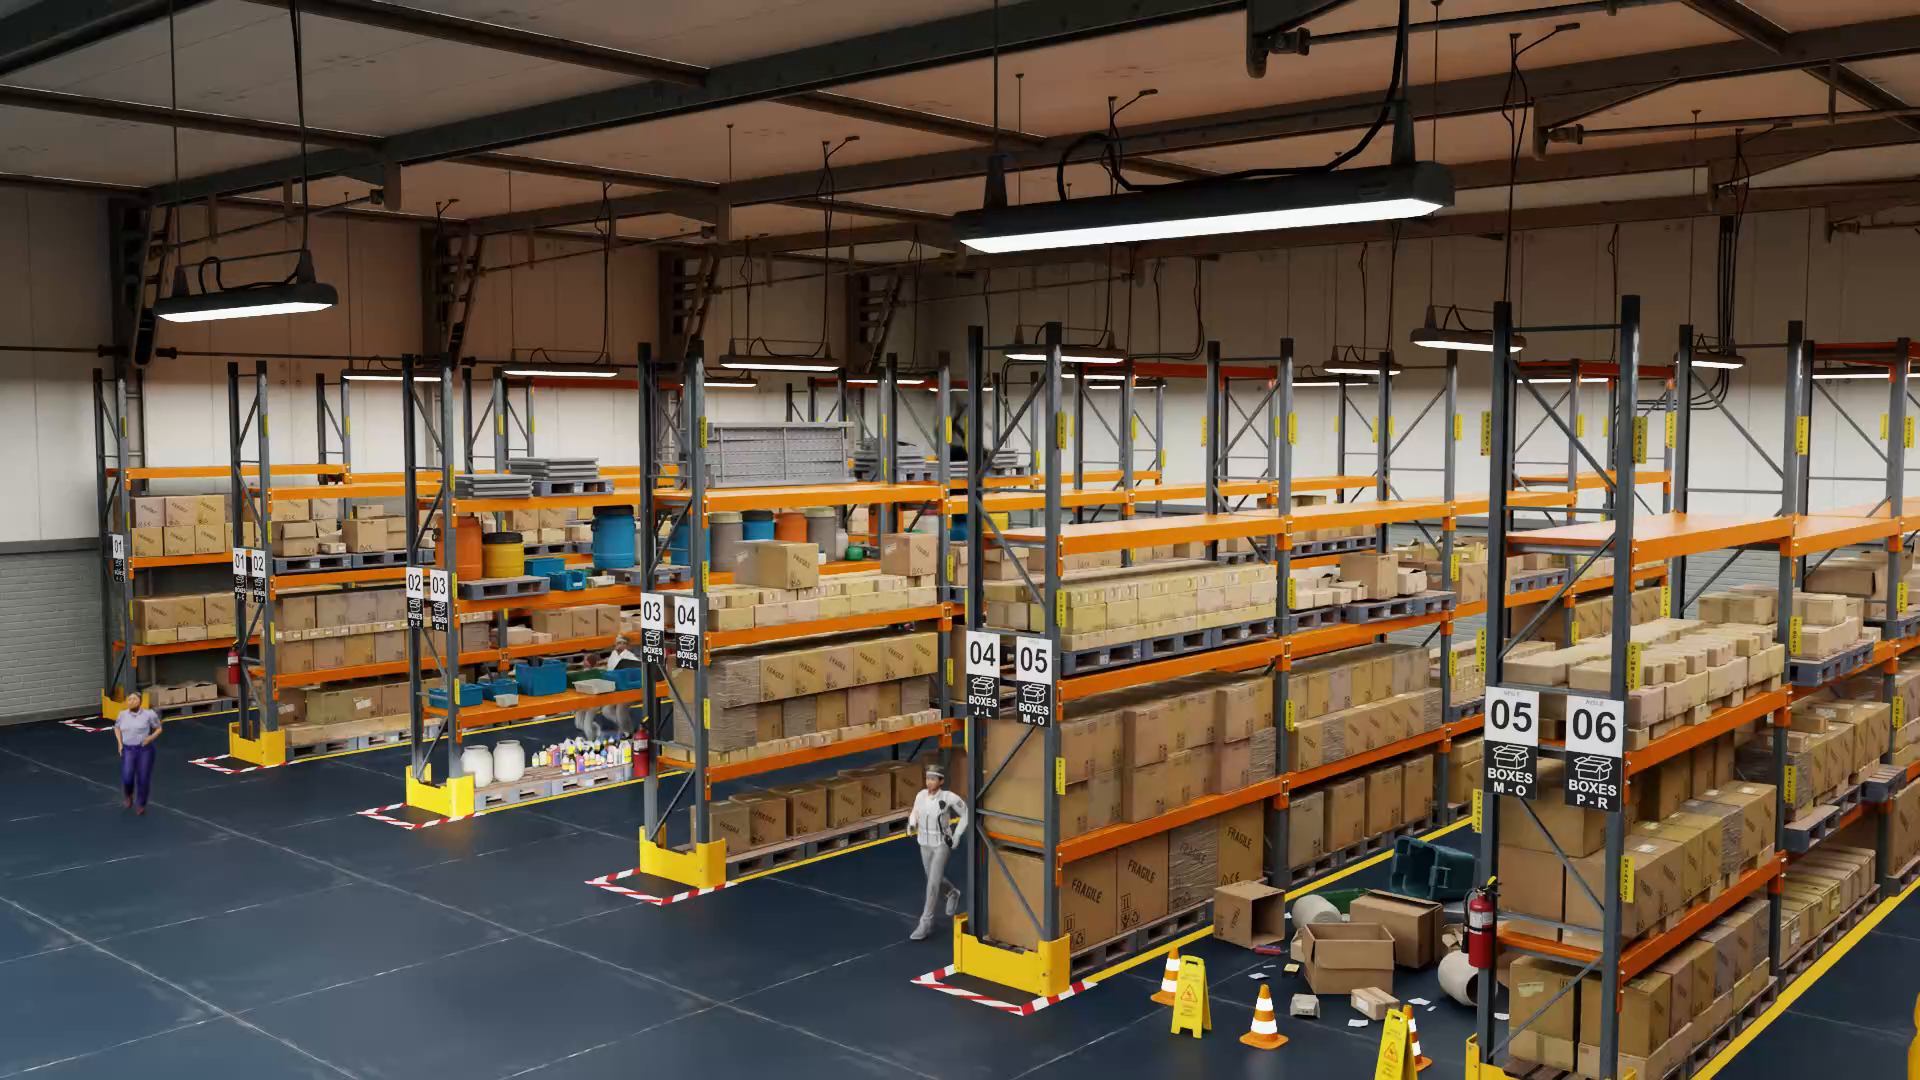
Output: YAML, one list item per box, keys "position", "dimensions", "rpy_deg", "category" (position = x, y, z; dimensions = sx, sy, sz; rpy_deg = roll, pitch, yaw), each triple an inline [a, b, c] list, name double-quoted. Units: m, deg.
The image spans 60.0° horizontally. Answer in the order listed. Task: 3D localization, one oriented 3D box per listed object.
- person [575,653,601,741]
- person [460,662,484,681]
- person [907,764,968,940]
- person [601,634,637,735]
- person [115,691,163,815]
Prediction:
- position: [-5.678, 2.515, 25.559]
  dimensions: [0.537, 1.554, 0.547]
  rpy_deg: [3, 5, 32]
  category: "person"
- position: [-8.853, 2.071, 29.981]
  dimensions: [0.666, 1.847, 0.937]
  rpy_deg: [2, 5, 29]
  category: "person"
- position: [-0.242, 3.076, 16.739]
  dimensions: [0.612, 1.689, 0.943]
  rpy_deg: [3, 5, 33]
  category: "person"
- position: [-5.423, 2.347, 26.406]
  dimensions: [0.668, 1.739, 0.594]
  rpy_deg: [3, 5, 31]
  category: "person"
- position: [-10.702, 2.775, 21.643]
  dimensions: [0.592, 1.614, 0.561]
  rpy_deg: [-1, 4, -17]
  category: "person"
